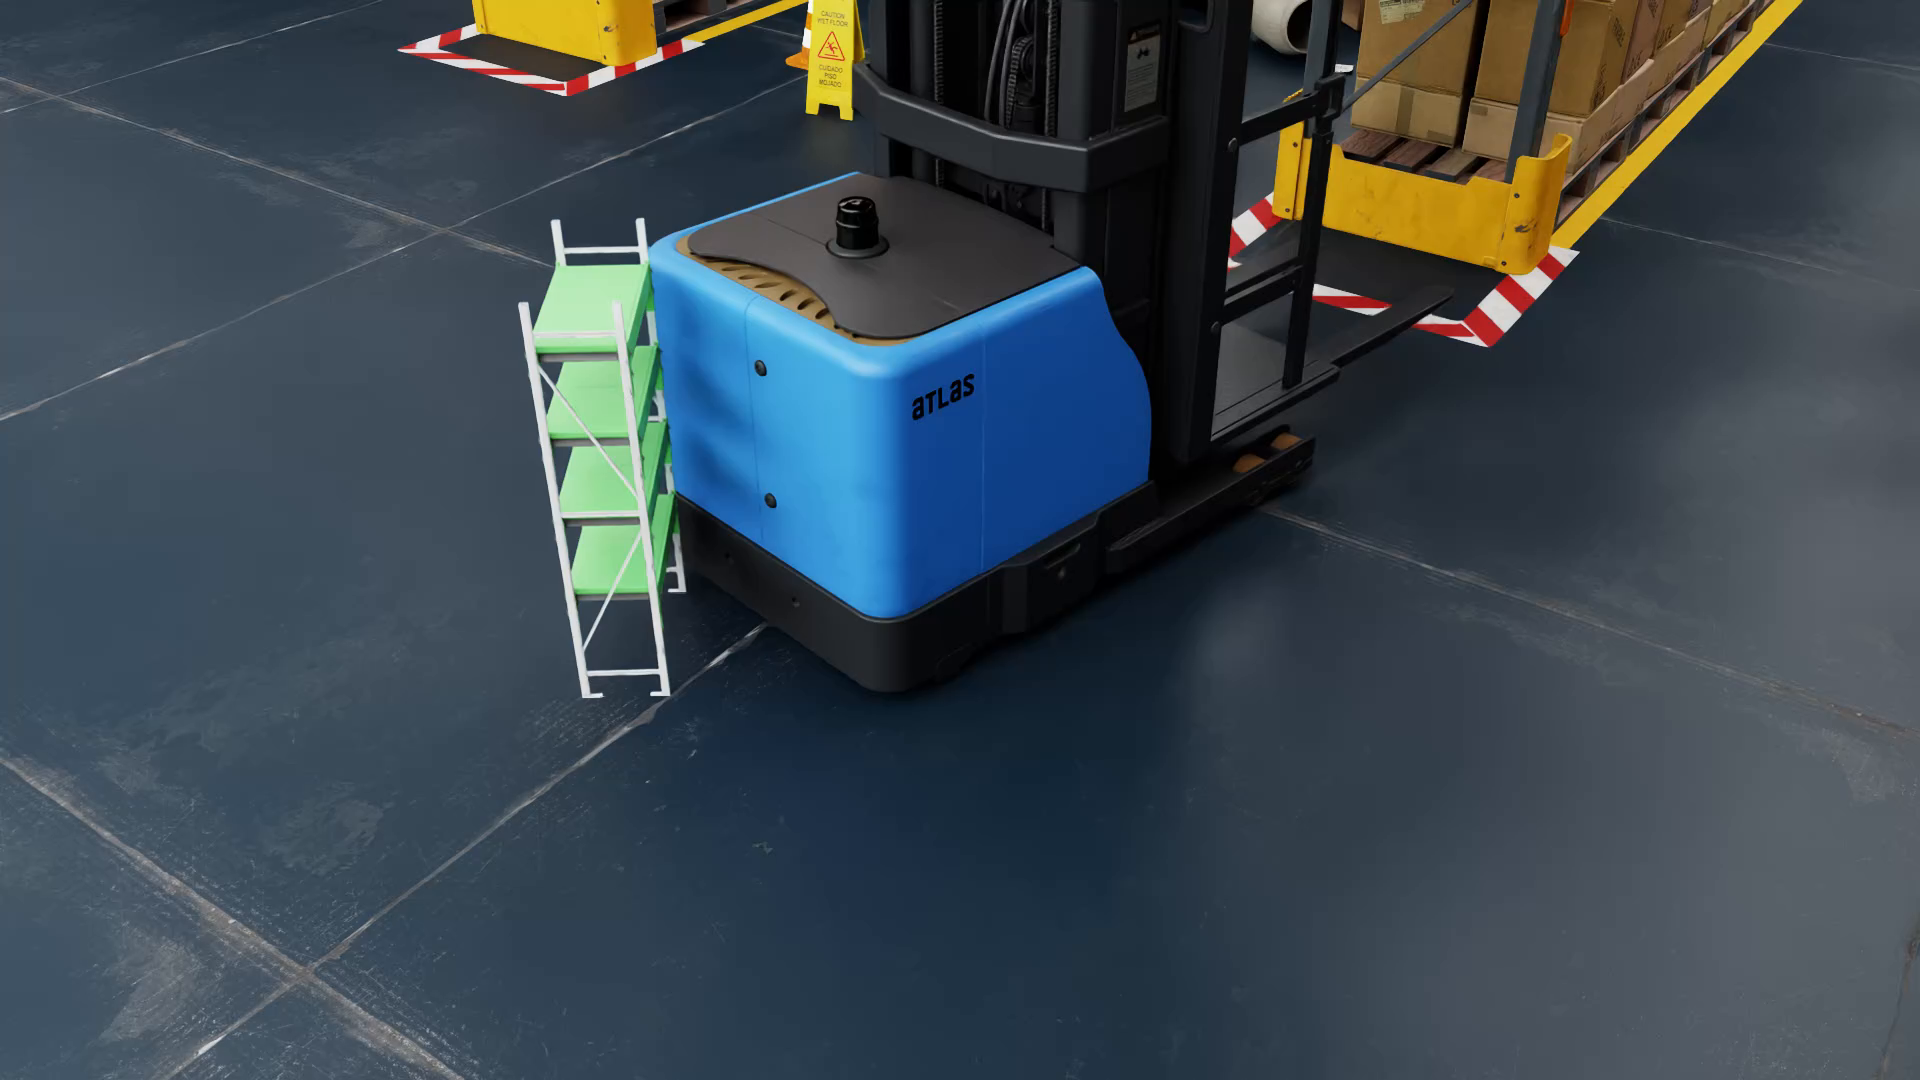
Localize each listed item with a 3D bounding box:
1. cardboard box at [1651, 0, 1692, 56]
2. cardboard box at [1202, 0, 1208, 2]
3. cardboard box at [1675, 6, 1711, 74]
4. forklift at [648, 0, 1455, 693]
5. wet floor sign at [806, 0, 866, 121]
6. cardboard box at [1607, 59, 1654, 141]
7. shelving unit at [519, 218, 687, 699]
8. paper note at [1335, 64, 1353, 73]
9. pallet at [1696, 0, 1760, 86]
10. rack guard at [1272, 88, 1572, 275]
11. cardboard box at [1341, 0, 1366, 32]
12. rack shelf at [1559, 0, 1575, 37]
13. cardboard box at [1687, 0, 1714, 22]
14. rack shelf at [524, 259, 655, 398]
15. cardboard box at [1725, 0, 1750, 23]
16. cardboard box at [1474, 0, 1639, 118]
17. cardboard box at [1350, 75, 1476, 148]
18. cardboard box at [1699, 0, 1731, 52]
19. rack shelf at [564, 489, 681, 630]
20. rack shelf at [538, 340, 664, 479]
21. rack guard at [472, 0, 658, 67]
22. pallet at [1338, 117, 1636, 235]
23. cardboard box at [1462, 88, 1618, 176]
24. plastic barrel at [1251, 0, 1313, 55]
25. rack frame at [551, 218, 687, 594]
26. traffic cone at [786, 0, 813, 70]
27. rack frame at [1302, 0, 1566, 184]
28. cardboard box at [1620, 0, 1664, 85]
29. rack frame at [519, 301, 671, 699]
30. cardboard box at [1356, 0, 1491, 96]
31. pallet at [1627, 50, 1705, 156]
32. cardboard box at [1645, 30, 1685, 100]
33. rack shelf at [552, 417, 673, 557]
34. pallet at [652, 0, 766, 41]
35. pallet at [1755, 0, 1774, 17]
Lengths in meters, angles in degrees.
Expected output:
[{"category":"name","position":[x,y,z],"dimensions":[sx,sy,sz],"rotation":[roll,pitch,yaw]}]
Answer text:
[{"category":"cardboard box","position":[3.186,-2.662,7.919],"dimensions":[0.500,0.500,0.500],"rotation":[22,40,29]},{"category":"cardboard box","position":[1.347,-3.624,10.039],"dimensions":[0.797,0.637,0.503],"rotation":[21,39,28]},{"category":"cardboard box","position":[3.474,-2.589,8.480],"dimensions":[0.500,0.250,0.500],"rotation":[22,40,29]},{"category":"forklift","position":[0.534,-1.514,4.872],"dimensions":[3.031,2.935,1.130],"rotation":[-28,43,-35]},{"category":"wet floor sign","position":[-0.615,-2.465,8.320],"dimensions":[0.267,0.644,0.232],"rotation":[14,37,20]},{"category":"cardboard box","position":[2.883,-2.102,7.761],"dimensions":[0.500,0.250,0.500],"rotation":[23,40,30]},{"category":"shelving unit","position":[-0.934,-0.201,4.476],"dimensions":[0.258,1.200,0.503],"rotation":[-1,34,-2]},{"category":"paper note","position":[2.056,-2.564,9.014],"dimensions":[0.142,0.019,0.148],"rotation":[8,35,12]},{"category":"pallet","position":[3.826,-2.917,9.375],"dimensions":[1.003,0.211,1.213],"rotation":[21,39,28]},{"category":"rack guard","position":[1.942,-1.551,7.098],"dimensions":[1.175,0.500,0.348],"rotation":[21,39,28]},{"category":"cardboard box","position":[2.451,-3.300,9.681],"dimensions":[0.500,0.500,0.500],"rotation":[-9,35,-13]},{"category":"rack shelf","position":[3.039,-3.174,7.908],"dimensions":[1.077,0.370,4.000],"rotation":[21,39,28]},{"category":"cardboard box","position":[3.484,-2.911,8.286],"dimensions":[0.500,0.500,0.500],"rotation":[24,41,31]},{"category":"rack shelf","position":[-0.934,-0.546,4.243],"dimensions":[0.258,0.148,0.480],"rotation":[-1,34,-2]},{"category":"cardboard box","position":[4.063,-3.070,9.191],"dimensions":[0.500,0.250,0.500],"rotation":[23,40,30]},{"category":"cardboard box","position":[2.599,-2.192,7.223],"dimensions":[0.500,0.500,0.500],"rotation":[20,39,27]},{"category":"cardboard box","position":[2.153,-2.056,7.692],"dimensions":[0.500,0.250,0.500],"rotation":[21,39,28]},{"category":"cardboard box","position":[3.768,-2.821,8.824],"dimensions":[0.500,0.250,0.500],"rotation":[20,39,27]},{"category":"rack shelf","position":[-0.934,0.051,4.646],"dimensions":[0.258,0.148,0.480],"rotation":[-1,34,-2]},{"category":"rack shelf","position":[-0.934,-0.347,4.377],"dimensions":[0.258,0.148,0.480],"rotation":[-1,34,-2]},{"category":"rack guard","position":[-2.239,-3.040,9.299],"dimensions":[1.175,0.500,0.348],"rotation":[21,39,28]},{"category":"pallet","position":[2.435,-1.794,7.715],"dimensions":[1.003,0.211,1.213],"rotation":[21,39,28]},{"category":"cardboard box","position":[2.586,-1.870,7.417],"dimensions":[0.500,0.250,0.500],"rotation":[21,39,28]},{"category":"plastic barrel","position":[1.833,-2.919,9.188],"dimensions":[0.421,0.421,0.512],"rotation":[-9,35,-13]},{"category":"rack frame","position":[-0.946,-0.337,4.678],"dimensions":[0.240,1.200,0.015],"rotation":[-1,34,-2]},{"category":"traffic cone","position":[-0.756,-2.826,9.017],"dimensions":[0.336,0.463,0.334],"rotation":[21,39,28]},{"category":"rack frame","position":[1.899,-2.552,6.346],"dimensions":[1.000,3.000,0.127],"rotation":[21,39,28]},{"category":"cardboard box","position":[2.894,-2.434,7.581],"dimensions":[0.500,0.500,0.500],"rotation":[20,39,27]},{"category":"rack frame","position":[-0.923,-0.064,4.274],"dimensions":[0.240,1.200,0.015],"rotation":[-1,34,-2]},{"category":"cardboard box","position":[2.142,-2.349,7.457],"dimensions":[0.500,0.500,0.500],"rotation":[22,40,28]},{"category":"pallet","position":[3.131,-2.353,8.542],"dimensions":[1.003,0.211,1.213],"rotation":[21,39,28]},{"category":"cardboard box","position":[3.184,-2.357,8.138],"dimensions":[0.500,0.250,0.500],"rotation":[24,41,31]},{"category":"rack shelf","position":[-0.934,-0.148,4.512],"dimensions":[0.258,0.148,0.480],"rotation":[-1,34,-2]},{"category":"pallet","position":[-1.834,-3.324,9.977],"dimensions":[1.003,0.211,1.213],"rotation":[21,39,28]},{"category":"pallet","position":[4.622,-3.596,10.380],"dimensions":[1.003,0.211,1.213],"rotation":[21,39,28]}]
